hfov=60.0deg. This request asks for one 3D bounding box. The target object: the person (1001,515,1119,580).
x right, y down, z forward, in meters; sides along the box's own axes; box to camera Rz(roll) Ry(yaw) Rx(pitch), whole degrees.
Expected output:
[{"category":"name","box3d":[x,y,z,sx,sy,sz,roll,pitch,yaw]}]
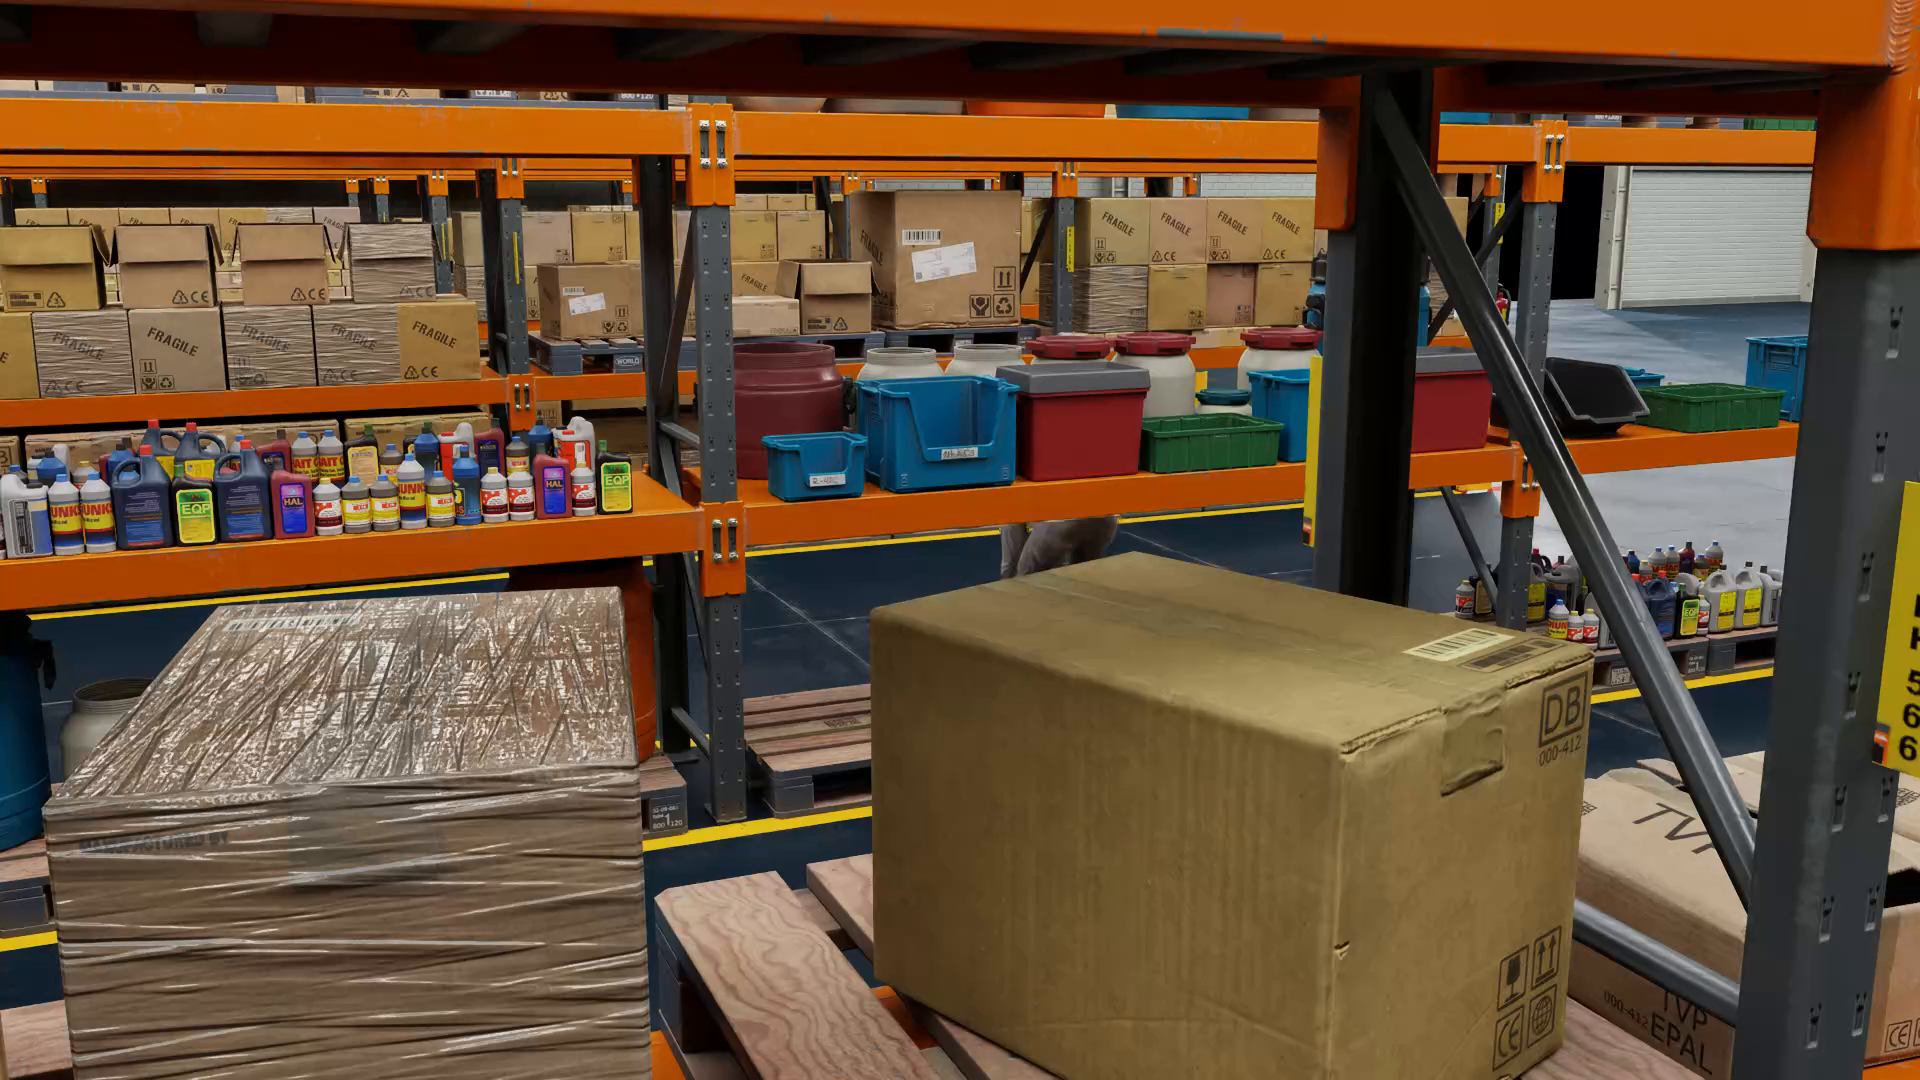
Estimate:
[{"category":"person","box3d":[0.497,0.073,9.317,0.496,1.041,1.005,-6,13,-26]}]
